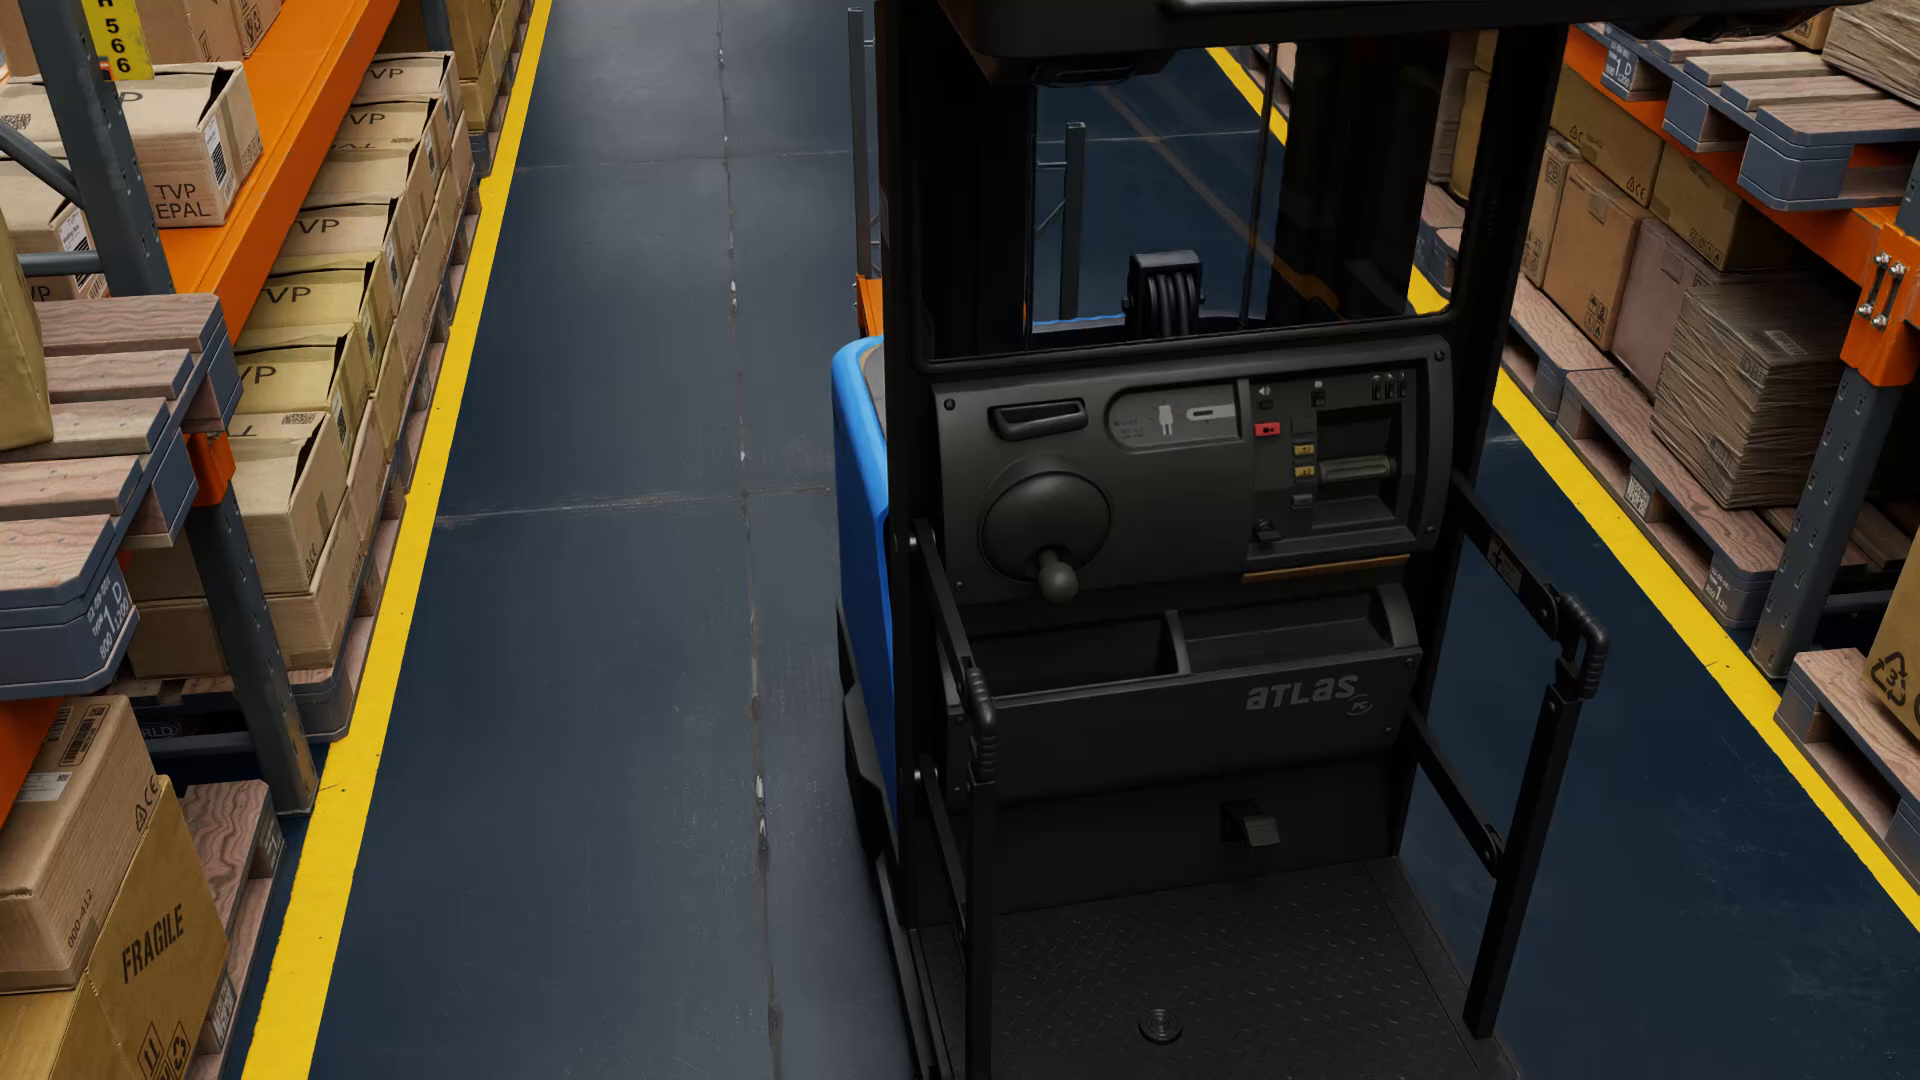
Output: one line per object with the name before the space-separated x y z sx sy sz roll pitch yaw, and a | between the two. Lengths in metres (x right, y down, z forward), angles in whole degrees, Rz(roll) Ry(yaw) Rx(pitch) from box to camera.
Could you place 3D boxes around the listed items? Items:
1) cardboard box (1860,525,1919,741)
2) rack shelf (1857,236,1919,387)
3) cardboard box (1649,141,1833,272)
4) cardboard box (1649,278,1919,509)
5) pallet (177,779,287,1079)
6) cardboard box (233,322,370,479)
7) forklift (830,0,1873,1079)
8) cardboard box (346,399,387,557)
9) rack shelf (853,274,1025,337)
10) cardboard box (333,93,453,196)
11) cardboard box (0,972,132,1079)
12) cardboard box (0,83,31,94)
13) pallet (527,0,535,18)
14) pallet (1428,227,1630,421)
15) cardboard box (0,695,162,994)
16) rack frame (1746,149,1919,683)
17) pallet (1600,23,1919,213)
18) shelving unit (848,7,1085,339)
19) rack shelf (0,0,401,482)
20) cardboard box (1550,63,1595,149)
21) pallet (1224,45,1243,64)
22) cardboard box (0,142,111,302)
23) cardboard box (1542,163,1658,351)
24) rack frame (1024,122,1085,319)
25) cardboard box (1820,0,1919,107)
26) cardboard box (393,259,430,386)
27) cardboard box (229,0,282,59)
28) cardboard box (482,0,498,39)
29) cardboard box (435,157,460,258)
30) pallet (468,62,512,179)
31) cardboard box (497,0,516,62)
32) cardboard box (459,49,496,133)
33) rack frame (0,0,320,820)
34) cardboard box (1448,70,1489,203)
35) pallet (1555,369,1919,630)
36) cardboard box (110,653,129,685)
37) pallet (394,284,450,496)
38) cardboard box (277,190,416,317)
cardboard box | 2.726 0.223 3.796 0.750 0.750 0.750 -5 35 -7
rack shelf | 3.027 0.501 2.490 1.077 0.370 4.000 -4 35 -6
cardboard box | 2.595 -1.092 5.352 0.500 0.250 0.500 -4 34 -5
cardboard box | 2.609 -0.459 5.089 0.700 0.500 0.500 -4 34 -6
pallet | -2.088 1.037 3.541 1.003 0.211 1.213 -4 35 -6
cardboard box | -2.009 -0.411 4.761 0.500 0.311 0.500 -5 35 -8
forklift | 0.463 -0.059 2.734 1.130 2.935 3.031 -6 35 -9
cardboard box | -1.999 -0.167 4.901 0.500 0.250 0.500 -5 35 -8
rack shelf | -0.011 -0.519 4.999 0.538 0.185 1.000 -4 35 -6
cardboard box | -2.274 -1.542 6.420 0.500 0.311 0.500 -3 34 -5
cardboard box | -1.723 1.109 2.788 0.500 0.500 0.500 -6 35 -8
cardboard box | -2.378 -1.139 4.480 0.380 0.149 0.250 -2 34 -3
pallet | -3.082 -3.424 10.086 1.003 0.211 1.213 -4 35 -6
pallet | 2.493 -0.876 6.347 1.003 0.211 1.213 -4 35 -6
cardboard box | -1.780 0.541 2.955 0.500 0.250 0.500 -3 34 -5
rack frame | 2.758 -0.912 3.925 1.000 3.000 0.127 -4 35 -6
pallet | 2.556 -1.223 4.551 1.213 0.211 1.003 -4 35 -6
shelving unit | -0.010 -0.662 4.890 0.587 1.500 1.083 -4 35 -6
rack shelf | -2.420 -1.354 5.212 1.077 0.370 4.000 -4 35 -6
cardboard box | 2.471 -1.658 6.183 0.500 0.250 0.500 -5 35 -8
pallet | 1.927 -3.047 9.533 1.003 0.211 1.213 -4 35 -6
cardboard box | -2.156 -0.705 3.699 0.500 0.311 0.500 -2 34 -3
cardboard box | 2.560 -1.030 5.928 0.700 0.500 0.500 -5 35 -7
rack frame | 0.057 -0.384 4.481 0.500 1.500 0.032 -4 35 -6
cardboard box | 2.684 -1.397 4.157 0.700 0.500 0.500 -8 35 -12
cardboard box | -2.143 -0.743 5.746 0.500 0.250 0.500 -4 34 -5
cardboard box | -2.463 -1.805 5.147 0.500 0.500 0.500 -4 35 -6
cardboard box | -2.516 -2.675 7.915 0.500 0.500 0.500 -4 35 -6
cardboard box | -2.279 -1.313 6.581 0.500 0.250 0.500 -5 35 -7
pallet | -2.754 -2.062 8.088 1.003 0.211 1.213 -4 35 -6
cardboard box | -2.575 -2.645 8.537 0.500 0.250 0.500 -4 35 -6
cardboard box | -2.451 -2.086 7.717 0.500 0.250 0.500 -4 35 -6
rack frame | -2.151 -0.535 3.372 1.000 3.000 0.127 -4 35 -6
cardboard box | 2.454 -1.599 6.762 0.700 0.500 0.500 -5 35 -7
pallet | 2.654 -0.196 5.351 1.003 0.211 1.213 -4 35 -6
cardboard box | -2.463 0.152 4.431 0.500 0.250 0.500 -4 34 -5
pallet | -2.383 -0.525 5.832 1.003 0.211 1.213 -4 35 -6
cardboard box | -2.145 -0.983 5.599 0.500 0.311 0.500 -5 35 -7
